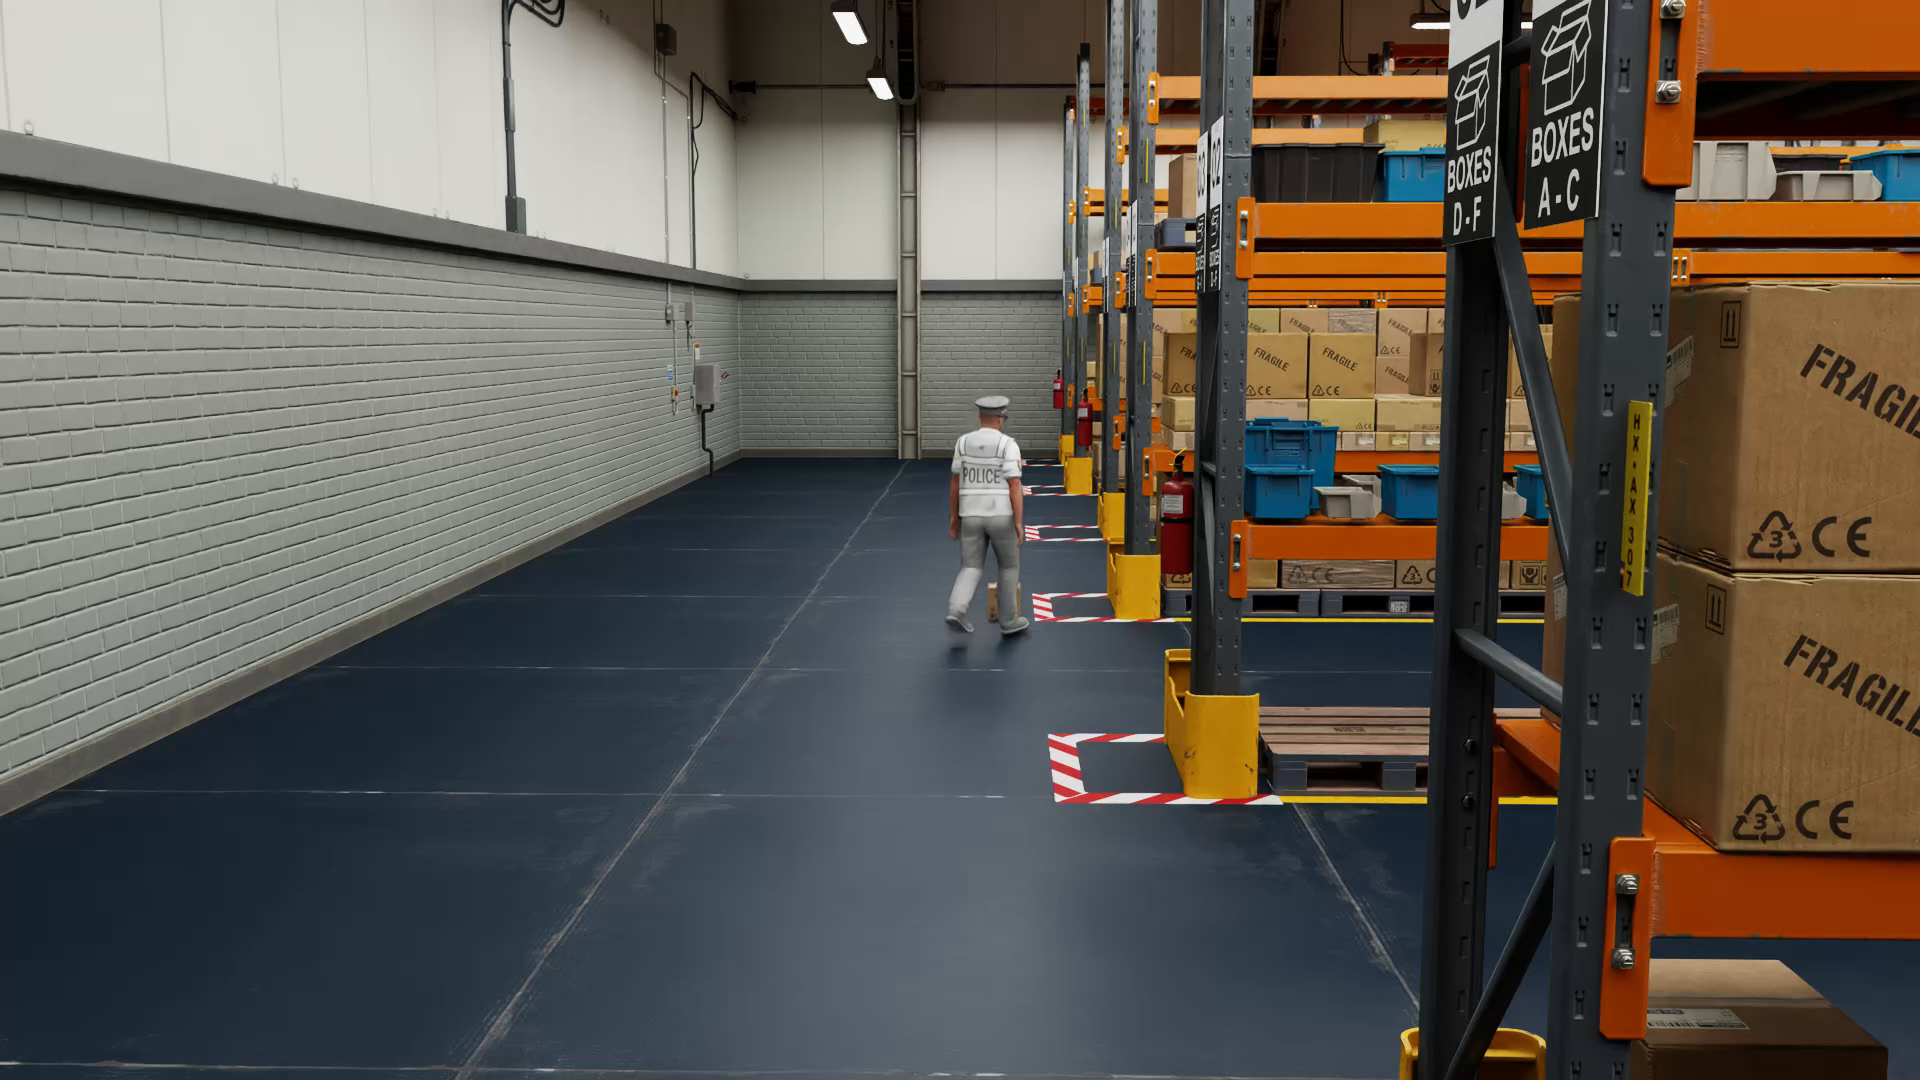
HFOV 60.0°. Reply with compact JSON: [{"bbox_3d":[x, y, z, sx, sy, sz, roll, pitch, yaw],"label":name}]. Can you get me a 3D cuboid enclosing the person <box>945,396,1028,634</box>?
[{"bbox_3d":[0.182,-0.161,11.941,0.601,1.726,0.870,3,8,21],"label":"person"}]
